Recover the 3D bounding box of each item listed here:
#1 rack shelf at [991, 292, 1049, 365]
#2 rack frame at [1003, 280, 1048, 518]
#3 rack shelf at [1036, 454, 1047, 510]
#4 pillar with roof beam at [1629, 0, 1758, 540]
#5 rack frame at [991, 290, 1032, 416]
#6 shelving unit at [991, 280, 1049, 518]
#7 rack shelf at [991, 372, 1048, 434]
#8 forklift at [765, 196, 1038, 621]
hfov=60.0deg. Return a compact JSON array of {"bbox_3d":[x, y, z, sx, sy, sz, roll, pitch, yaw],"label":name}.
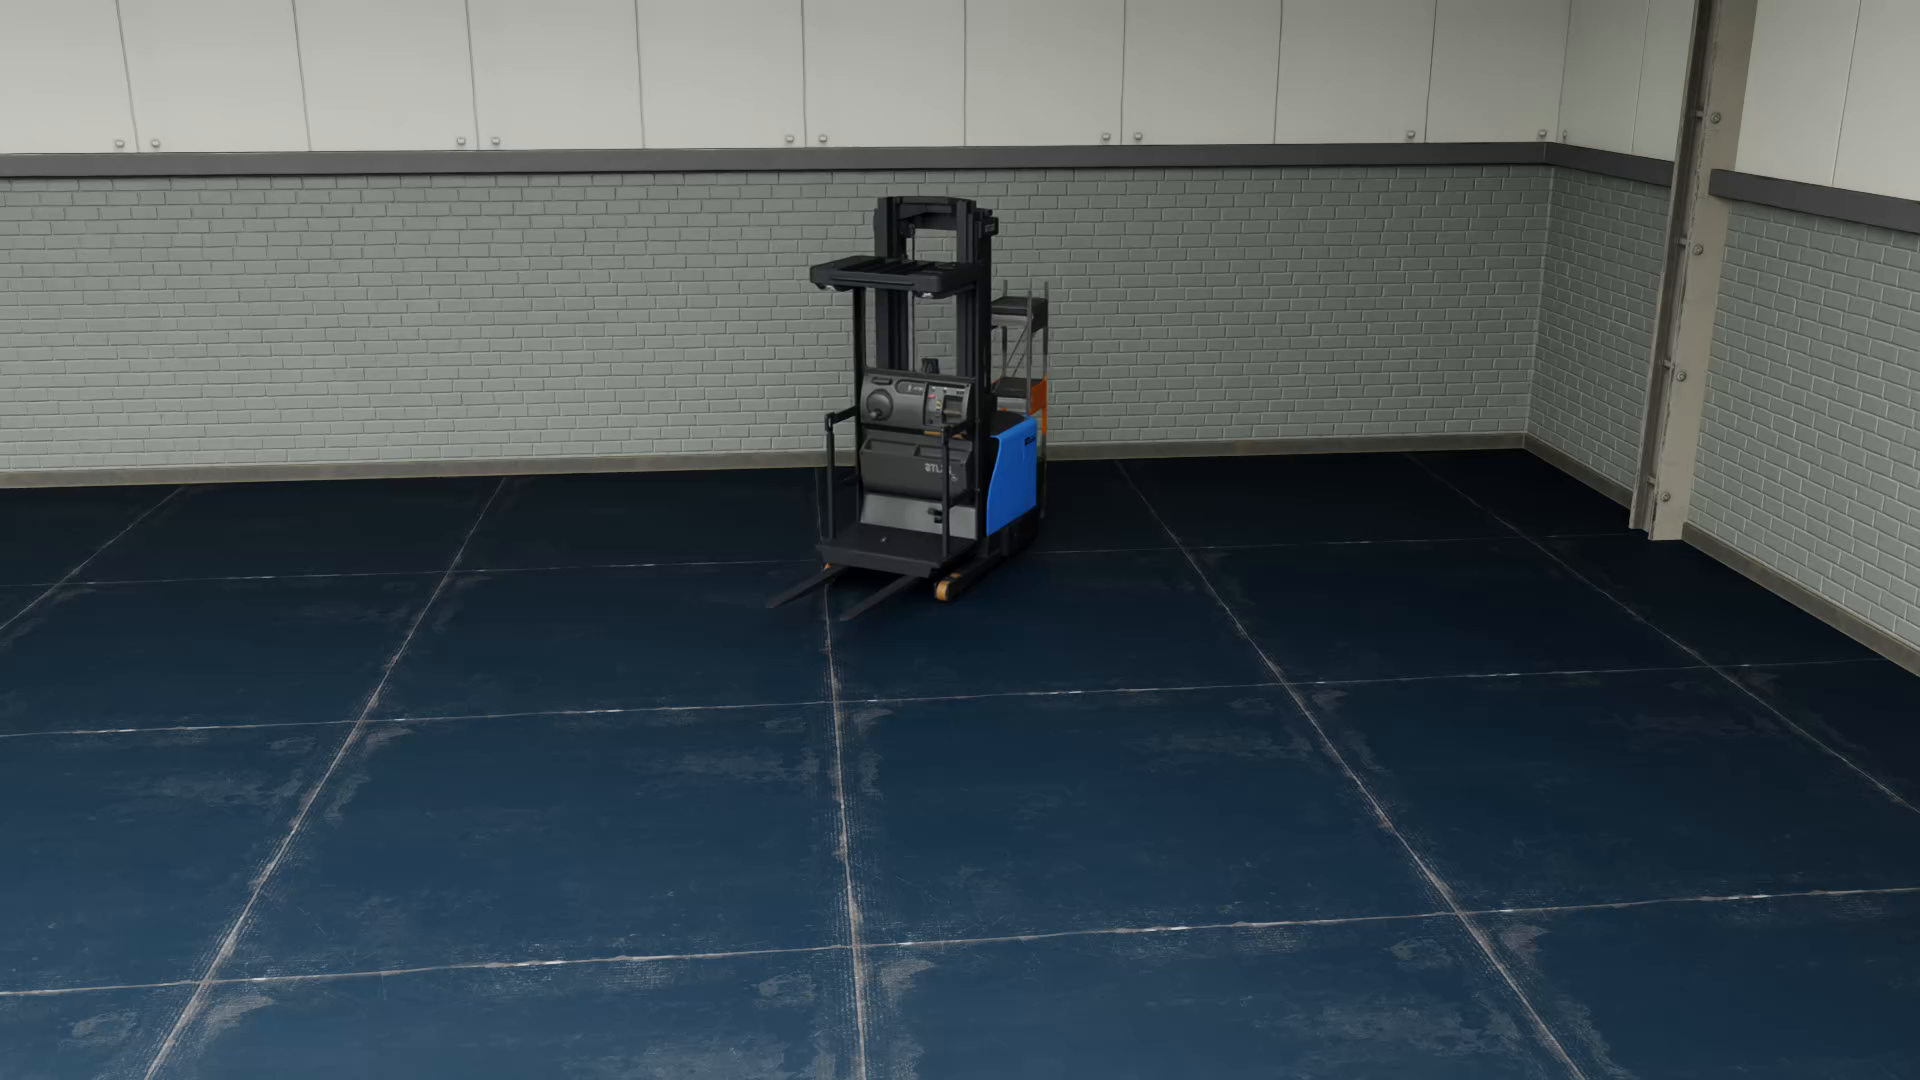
[{"bbox_3d":[0.483,-1.800,14.115,0.431,0.518,0.480,6,18,18],"label":"rack shelf"},{"bbox_3d":[0.563,-1.215,14.540,0.400,2.100,0.015,6,18,18],"label":"rack frame"},{"bbox_3d":[0.483,-0.465,14.534,0.431,0.518,0.480,6,18,18],"label":"rack shelf"},{"bbox_3d":[1.736,-4.222,12.601,9.100,9.000,0.400,-2,18,-6],"label":"pillar with roof beam"},{"bbox_3d":[0.404,-1.076,14.100,0.400,2.100,0.015,6,18,18],"label":"rack frame"},{"bbox_3d":[0.483,-1.145,14.320,0.431,2.100,0.503,6,18,18],"label":"shelving unit"},{"bbox_3d":[0.483,-1.132,14.324,0.431,0.518,0.480,6,18,18],"label":"rack shelf"},{"bbox_3d":[-0.436,-1.075,12.707,1.130,2.935,3.031,8,19,25],"label":"forklift"}]
